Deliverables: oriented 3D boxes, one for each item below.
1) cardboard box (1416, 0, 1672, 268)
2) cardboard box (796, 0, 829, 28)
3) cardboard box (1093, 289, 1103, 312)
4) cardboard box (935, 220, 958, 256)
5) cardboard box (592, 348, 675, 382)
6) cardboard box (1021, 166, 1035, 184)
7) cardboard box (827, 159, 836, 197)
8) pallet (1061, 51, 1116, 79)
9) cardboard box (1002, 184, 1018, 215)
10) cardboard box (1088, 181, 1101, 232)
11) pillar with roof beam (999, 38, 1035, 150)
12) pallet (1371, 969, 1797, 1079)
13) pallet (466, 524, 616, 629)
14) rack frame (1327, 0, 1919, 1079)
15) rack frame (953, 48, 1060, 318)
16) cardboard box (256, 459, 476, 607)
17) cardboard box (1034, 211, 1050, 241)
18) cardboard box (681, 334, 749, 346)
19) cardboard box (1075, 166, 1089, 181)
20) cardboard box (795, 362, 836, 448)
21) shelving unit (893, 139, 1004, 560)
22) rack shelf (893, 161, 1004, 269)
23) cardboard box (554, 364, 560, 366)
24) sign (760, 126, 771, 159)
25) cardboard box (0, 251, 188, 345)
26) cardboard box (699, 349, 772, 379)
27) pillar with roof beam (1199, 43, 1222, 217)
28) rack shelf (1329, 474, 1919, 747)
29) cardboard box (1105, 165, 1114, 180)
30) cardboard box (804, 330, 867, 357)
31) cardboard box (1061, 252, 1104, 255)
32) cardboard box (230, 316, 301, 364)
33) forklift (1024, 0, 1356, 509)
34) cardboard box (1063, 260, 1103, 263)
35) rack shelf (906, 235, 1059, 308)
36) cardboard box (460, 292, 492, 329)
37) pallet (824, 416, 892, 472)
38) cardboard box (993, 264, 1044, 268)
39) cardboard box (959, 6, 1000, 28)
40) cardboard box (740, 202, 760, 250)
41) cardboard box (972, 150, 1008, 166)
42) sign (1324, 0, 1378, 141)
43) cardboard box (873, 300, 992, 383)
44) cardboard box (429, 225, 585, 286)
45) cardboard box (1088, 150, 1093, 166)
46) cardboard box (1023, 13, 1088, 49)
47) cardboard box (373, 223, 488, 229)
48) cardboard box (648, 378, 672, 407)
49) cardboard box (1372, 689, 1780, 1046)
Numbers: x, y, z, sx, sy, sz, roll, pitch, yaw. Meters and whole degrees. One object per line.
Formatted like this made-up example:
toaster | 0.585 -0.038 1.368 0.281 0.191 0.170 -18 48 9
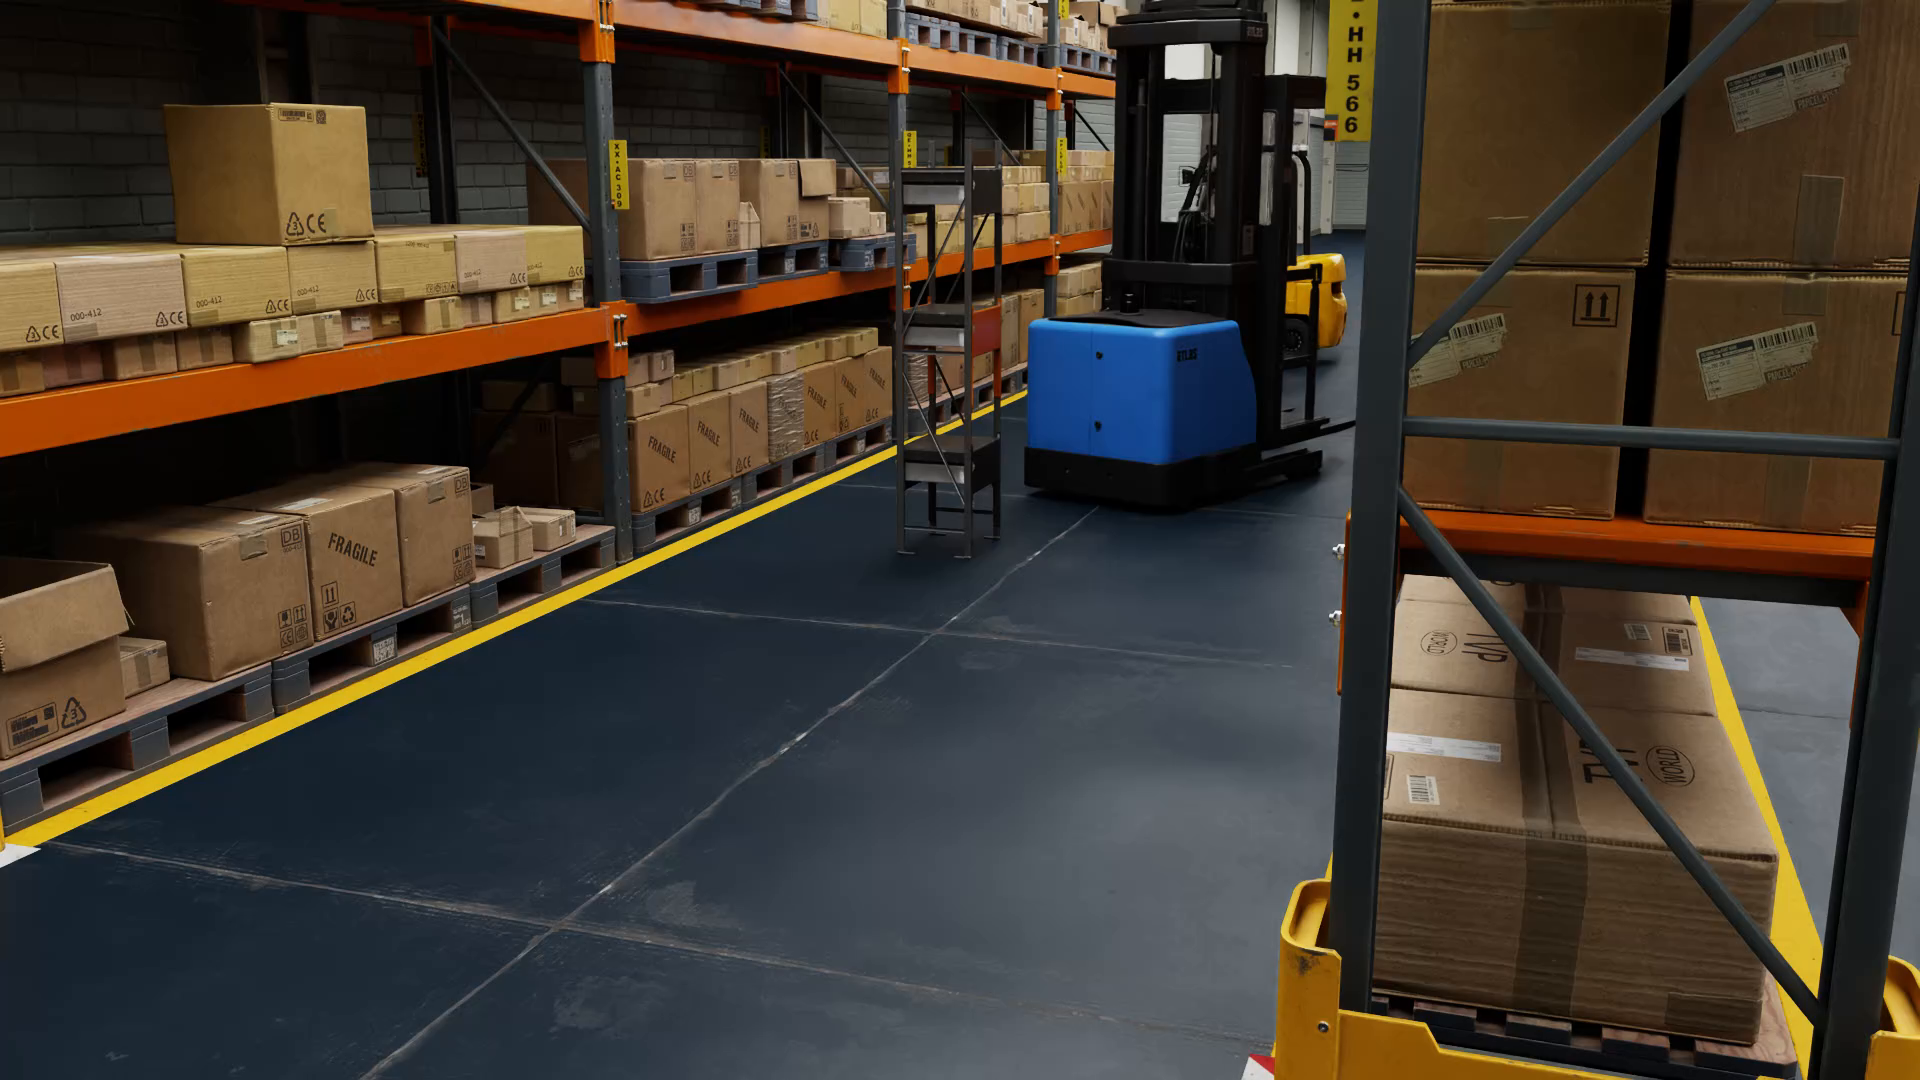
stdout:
cardboard box | 1.169 -0.835 3.435 0.500 0.500 0.500 5 14 20
cardboard box | -1.131 -3.274 10.187 0.500 0.250 0.500 4 14 18
cardboard box | 1.206 -2.462 17.148 0.500 0.250 0.500 4 14 18
cardboard box | -0.329 -2.330 12.791 0.500 0.250 0.500 4 13 17
cardboard box | -1.759 -0.941 8.918 0.380 0.149 0.250 4 13 16
cardboard box | 0.456 -3.285 14.957 0.380 0.149 0.250 4 13 18
cardboard box | -1.186 -2.378 11.496 0.500 0.500 0.500 5 14 21
pallet | 1.071 -4.920 17.262 1.003 0.211 1.213 4 14 18
cardboard box | 0.175 -2.896 14.151 0.500 0.250 0.500 5 14 20
cardboard box | 1.129 -3.405 16.939 0.500 0.500 0.500 4 14 18
pillar with roof beam | 4.712 -6.439 16.976 9.100 9.000 0.400 4 14 18
pallet | 1.423 1.005 4.110 1.003 0.211 1.213 4 14 18
pallet | -2.389 0.125 7.967 1.003 0.211 1.213 4 14 18
rack frame | 1.235 -0.181 3.039 0.949 2.616 0.053 4 14 18
rack frame | 0.423 -3.064 15.670 1.000 3.000 0.127 4 14 18
cardboard box | -2.523 -0.041 7.100 0.700 0.500 0.500 4 13 16
cardboard box | 0.507 -2.866 15.139 0.500 0.250 0.500 5 14 20
cardboard box | -1.627 -1.274 11.044 0.380 0.149 0.250 4 13 16
cardboard box | 1.065 -3.635 16.490 0.380 0.149 0.250 5 14 20
cardboard box | -1.143 -0.888 10.811 0.500 0.500 0.500 5 14 21
shelving unit | -0.054 -0.989 8.602 0.431 2.100 0.503 4 14 18
rack shelf | -0.054 -1.658 8.449 0.431 0.518 0.480 4 14 18
cardboard box | -2.111 -0.943 9.595 0.380 0.149 0.250 4 13 16
sign | -1.398 -2.825 12.023 0.100 0.325 0.005 4 14 18
cardboard box | -2.895 -0.791 5.382 0.500 0.250 0.500 5 14 19
cardboard box | -1.375 -1.076 10.179 0.380 0.149 0.250 4 14 19
pillar with roof beam | 8.595 -8.966 28.046 9.100 9.000 0.400 4 14 18
rack shelf | 1.885 -0.251 4.963 1.077 0.370 4.000 4 14 18
cardboard box | 1.478 -3.906 17.677 0.380 0.149 0.250 4 14 19
cardboard box | -0.850 -1.342 11.342 0.380 0.149 0.250 4 13 15
cardboard box | 1.383 -3.170 19.124 0.500 0.250 0.500 4 13 18
cardboard box | -2.630 -0.732 6.017 0.380 0.149 0.250 4 13 17
forklift | 1.714 -1.880 10.639 1.130 2.935 3.031 10 16 38
cardboard box | 1.379 -2.817 17.578 0.500 0.250 0.500 4 13 17
rack shelf | -0.224 -2.292 13.905 1.077 0.370 4.000 4 14 18
cardboard box | -2.265 -1.005 7.216 0.380 0.149 0.250 5 14 20
pallet | -1.149 -0.707 11.613 1.003 0.211 1.213 4 14 18
cardboard box | 0.549 -2.641 16.805 0.500 0.250 0.500 4 13 18
cardboard box | 0.105 -4.241 13.484 0.380 0.149 0.250 4 14 18
cardboard box | -1.353 -1.783 9.419 0.396 0.266 0.258 5 14 21
cardboard box | 0.240 -3.663 15.943 0.380 0.149 0.250 4 14 19
sign | 0.729 -0.902 3.066 0.100 0.325 0.005 4 14 18
cardboard box | -0.235 -1.679 13.995 0.875 0.625 0.625 4 13 16
cardboard box | -2.099 -1.326 7.727 0.500 0.250 0.500 5 14 20
cardboard box | 1.119 -3.839 16.715 0.380 0.149 0.250 4 13 18
cardboard box | 0.923 -4.894 15.979 0.500 0.311 0.500 5 14 20
cardboard box | -2.581 -1.366 7.902 0.500 0.250 0.500 4 14 18
cardboard box | -1.781 -0.802 8.976 0.380 0.149 0.250 4 13 17
cardboard box | 1.357 0.718 3.916 0.875 0.438 0.875 4 13 16
